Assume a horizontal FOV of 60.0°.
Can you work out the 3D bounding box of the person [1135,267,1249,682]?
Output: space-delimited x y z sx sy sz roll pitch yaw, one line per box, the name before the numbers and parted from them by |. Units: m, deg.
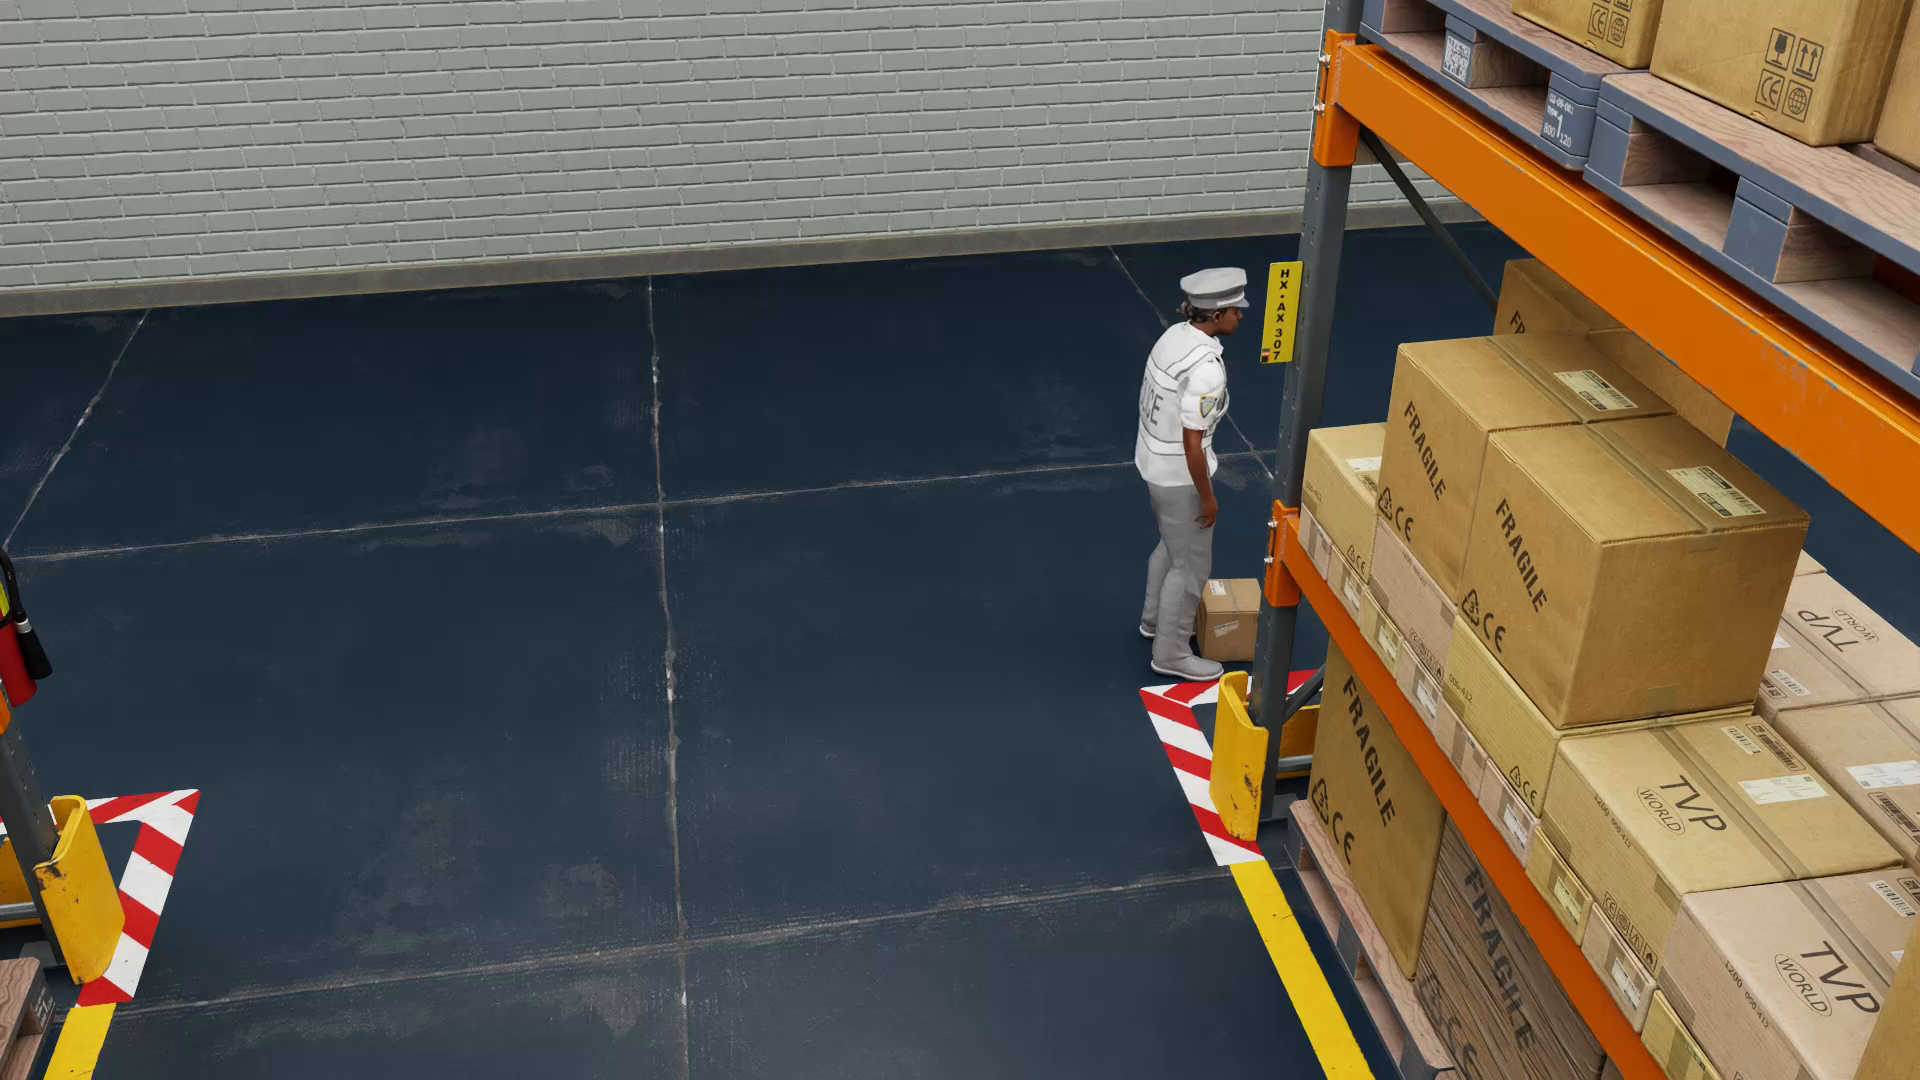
person | 0.896 -0.260 6.567 0.391 1.661 0.530 -3 31 -5
